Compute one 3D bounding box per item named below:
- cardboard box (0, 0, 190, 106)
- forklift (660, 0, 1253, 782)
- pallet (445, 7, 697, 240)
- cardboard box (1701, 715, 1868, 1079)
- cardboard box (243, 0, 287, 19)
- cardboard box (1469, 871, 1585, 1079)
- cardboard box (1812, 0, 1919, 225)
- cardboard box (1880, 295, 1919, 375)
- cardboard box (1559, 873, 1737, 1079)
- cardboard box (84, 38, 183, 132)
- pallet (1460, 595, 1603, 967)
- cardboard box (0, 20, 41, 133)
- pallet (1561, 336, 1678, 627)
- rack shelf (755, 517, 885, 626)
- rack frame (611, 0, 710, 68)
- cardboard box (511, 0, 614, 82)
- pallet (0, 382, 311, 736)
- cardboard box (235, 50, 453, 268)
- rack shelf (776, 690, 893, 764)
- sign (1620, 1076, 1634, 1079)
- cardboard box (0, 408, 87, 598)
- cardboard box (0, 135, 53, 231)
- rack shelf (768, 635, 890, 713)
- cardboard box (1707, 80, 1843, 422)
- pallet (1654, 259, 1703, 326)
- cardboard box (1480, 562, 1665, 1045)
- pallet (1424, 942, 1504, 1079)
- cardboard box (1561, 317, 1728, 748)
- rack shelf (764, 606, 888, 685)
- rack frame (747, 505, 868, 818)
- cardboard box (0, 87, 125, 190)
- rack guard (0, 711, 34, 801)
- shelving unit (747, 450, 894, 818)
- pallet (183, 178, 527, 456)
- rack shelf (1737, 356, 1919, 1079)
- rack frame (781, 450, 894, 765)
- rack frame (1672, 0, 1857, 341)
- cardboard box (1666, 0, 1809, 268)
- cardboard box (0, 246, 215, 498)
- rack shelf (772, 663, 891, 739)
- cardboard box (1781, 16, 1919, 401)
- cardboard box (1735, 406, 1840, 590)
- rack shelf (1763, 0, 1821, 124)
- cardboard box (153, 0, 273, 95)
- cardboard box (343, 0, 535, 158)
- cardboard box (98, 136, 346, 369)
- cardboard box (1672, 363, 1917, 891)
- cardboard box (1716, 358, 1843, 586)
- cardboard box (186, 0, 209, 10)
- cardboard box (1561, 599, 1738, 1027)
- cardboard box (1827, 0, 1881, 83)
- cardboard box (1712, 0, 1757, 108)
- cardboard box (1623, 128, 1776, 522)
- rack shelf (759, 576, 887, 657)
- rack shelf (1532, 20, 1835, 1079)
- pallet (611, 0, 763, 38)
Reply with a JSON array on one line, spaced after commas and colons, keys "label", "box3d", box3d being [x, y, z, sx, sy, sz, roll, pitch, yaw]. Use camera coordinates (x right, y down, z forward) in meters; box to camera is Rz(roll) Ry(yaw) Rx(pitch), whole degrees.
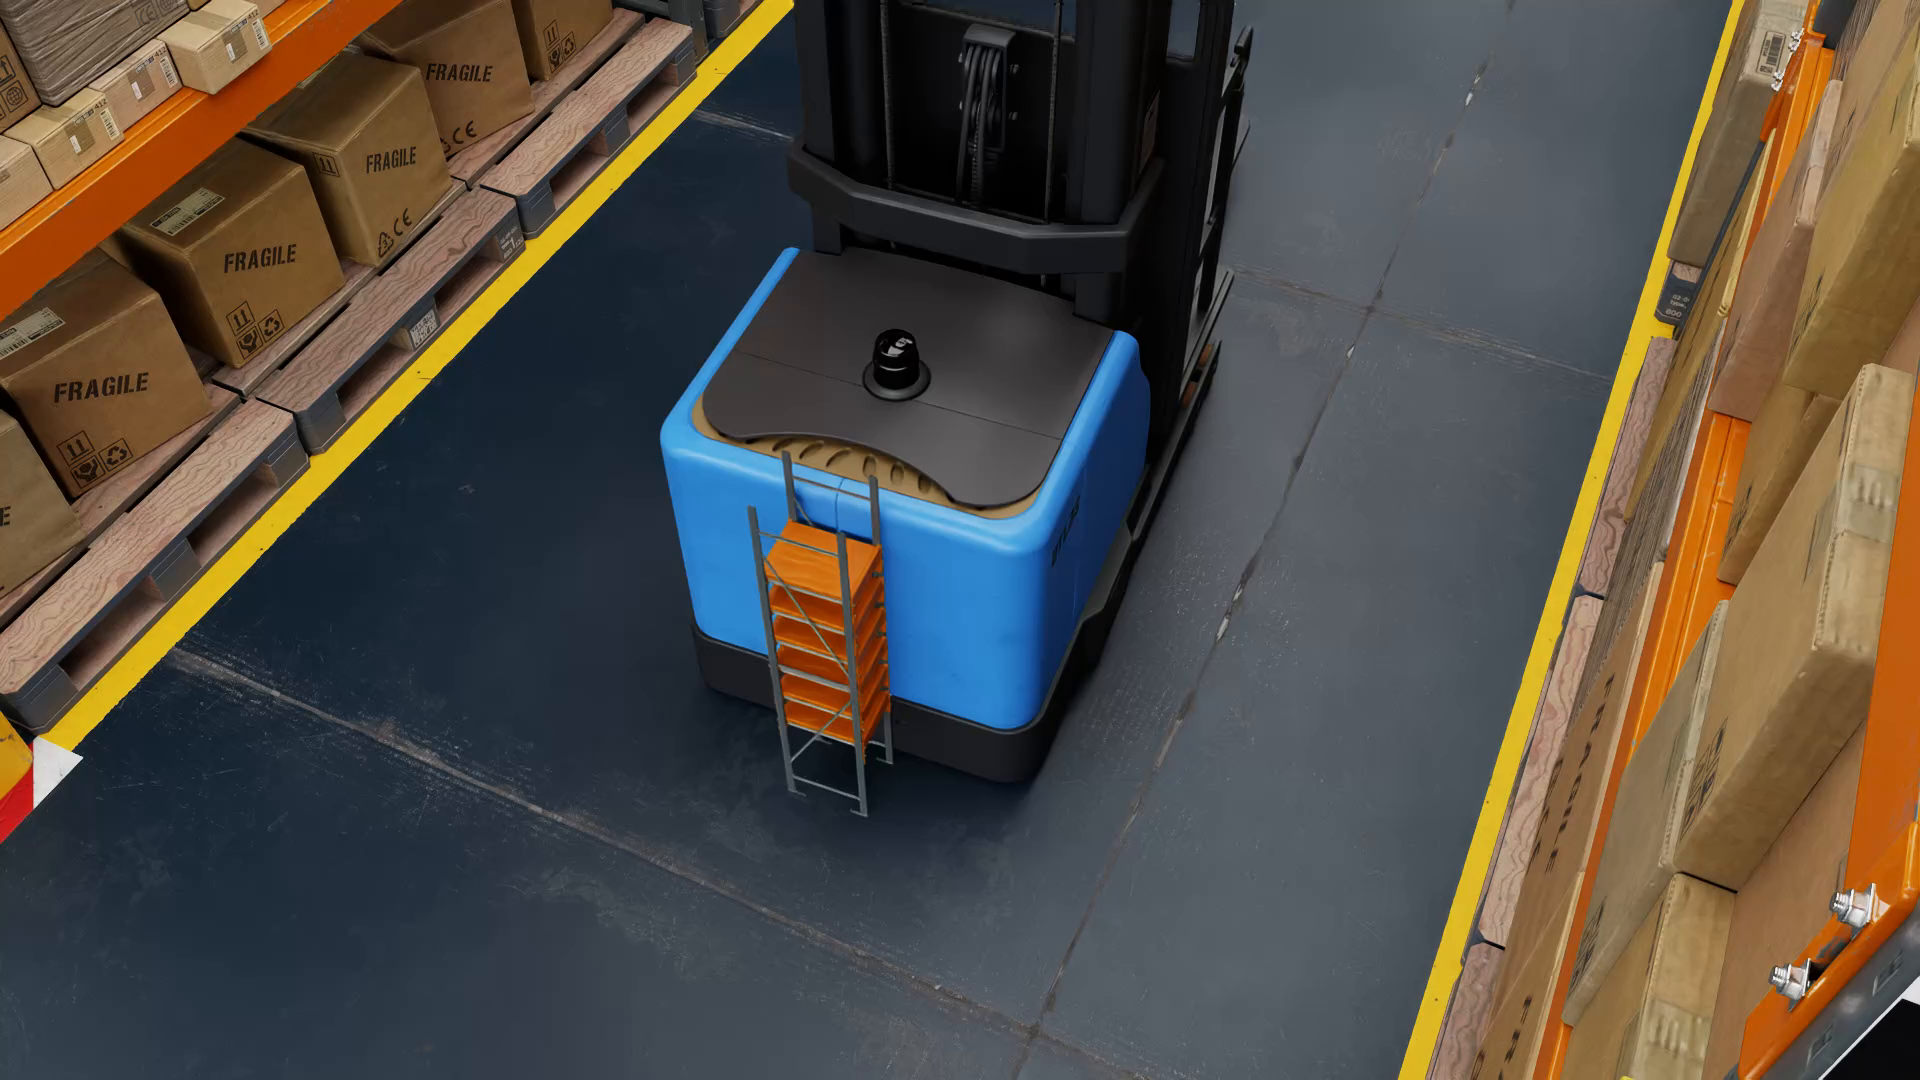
[{"label": "cardboard box", "box3d": [-2.621, -1.591, 4.373, 0.875, 0.500, 0.500, 20, 52, 16]}, {"label": "forklift", "box3d": [0.243, -1.430, 4.543, 1.130, 2.935, 3.031, 16, 52, 13]}, {"label": "pallet", "box3d": [-1.785, -1.755, 6.605, 1.003, 0.211, 1.213, 20, 52, 16]}, {"label": "cardboard box", "box3d": [1.396, 0.663, 1.908, 0.875, 0.550, 0.550, 20, 52, 16]}, {"label": "cardboard box", "box3d": [-2.186, -1.632, 4.834, 0.380, 0.149, 0.250, 20, 52, 16]}, {"label": "cardboard box", "box3d": [1.433, 1.369, 3.235, 0.875, 0.875, 0.875, 20, 53, 16]}, {"label": "cardboard box", "box3d": [2.238, -0.862, 3.206, 0.875, 0.550, 0.550, 20, 52, 16]}, {"label": "cardboard box", "box3d": [1.910, -0.087, 2.547, 0.875, 0.550, 0.550, 20, 52, 16]}, {"label": "cardboard box", "box3d": [1.320, 0.986, 2.343, 0.875, 0.550, 0.550, 20, 52, 16]}, {"label": "cardboard box", "box3d": [-2.373, -1.279, 4.533, 0.380, 0.149, 0.250, 20, 52, 16]}, {"label": "pallet", "box3d": [1.996, 0.795, 4.435, 1.003, 0.211, 1.213, 20, 52, 16]}, {"label": "cardboard box", "box3d": [-2.874, -1.260, 4.092, 0.875, 0.500, 0.500, 20, 52, 16]}, {"label": "pallet", "box3d": [2.516, -0.048, 5.152, 1.003, 0.211, 1.213, 20, 52, 16]}, {"label": "rack shelf", "box3d": [-0.334, 0.075, 3.984, 0.258, 0.103, 0.180, 16, 52, 13]}, {"label": "rack frame", "box3d": [-1.530, -3.133, 5.946, 1.000, 3.000, 0.127, 20, 52, 16]}, {"label": "cardboard box", "box3d": [-1.737, -2.197, 6.515, 0.500, 0.500, 0.500, 18, 52, 15]}, {"label": "pallet", "box3d": [-2.827, -0.075, 5.175, 1.003, 0.211, 1.213, 20, 52, 16]}, {"label": "cardboard box", "box3d": [-2.169, -1.347, 5.792, 0.500, 0.500, 0.500, 16, 51, 13]}, {"label": "rack shelf", "box3d": [-0.334, 0.464, 4.441, 0.258, 0.103, 0.180, 16, 52, 13]}, {"label": "sign", "box3d": [0.718, 0.667, 1.797, 0.100, 0.325, 0.005, 20, 52, 16]}, {"label": "cardboard box", "box3d": [-2.957, -0.129, 4.756, 0.500, 0.500, 0.500, 29, 55, 22]}, {"label": "cardboard box", "box3d": [-2.569, -0.928, 4.235, 0.380, 0.149, 0.250, 20, 52, 16]}, {"label": "rack shelf", "box3d": [-0.334, 0.308, 4.258, 0.258, 0.103, 0.180, 16, 52, 13]}, {"label": "cardboard box", "box3d": [2.213, -0.521, 3.625, 0.875, 0.550, 0.550, 20, 52, 16]}, {"label": "pallet", "box3d": [3.173, -1.102, 6.049, 1.003, 0.211, 1.213, 20, 52, 16]}, {"label": "cardboard box", "box3d": [1.807, 0.762, 3.751, 0.875, 0.875, 0.875, 19, 52, 16]}, {"label": "pallet", "box3d": [1.473, 1.633, 3.722, 1.003, 0.211, 1.213, 20, 52, 16]}, {"label": "cardboard box", "box3d": [2.198, 0.135, 4.285, 0.875, 0.875, 0.875, 20, 53, 16]}, {"label": "rack shelf", "box3d": [-0.334, 0.230, 4.167, 0.258, 0.103, 0.180, 16, 52, 13]}, {"label": "rack frame", "box3d": [-0.367, 0.344, 4.169, 0.240, 1.200, 0.006, 16, 52, 13]}, {"label": "cardboard box", "box3d": [-2.456, -1.098, 4.379, 0.380, 0.149, 0.250, 20, 52, 16]}, {"label": "rack guard", "box3d": [-3.206, 0.379, 4.599, 1.175, 0.500, 0.348, 20, 52, 16]}, {"label": "shelving unit", "box3d": [-0.334, 0.279, 4.225, 0.258, 1.200, 0.189, 16, 52, 13]}, {"label": "pallet", "box3d": [-2.305, -0.912, 5.888, 1.003, 0.211, 1.213, 20, 52, 16]}, {"label": "rack shelf", "box3d": [2.057, -0.811, 2.474, 1.077, 0.370, 4.000, 20, 52, 16]}, {"label": "rack frame", "box3d": [-0.301, 0.214, 4.280, 0.240, 1.200, 0.006, 16, 52, 13]}, {"label": "rack frame", "box3d": [2.911, -1.450, 4.514, 1.000, 3.000, 0.127, 20, 52, 16]}, {"label": "cardboard box", "box3d": [3.095, -1.313, 5.599, 1.050, 0.750, 0.750, 20, 52, 16]}, {"label": "cardboard box", "box3d": [-2.732, -0.552, 5.116, 0.500, 0.500, 0.500, 33, 57, 25]}, {"label": "rack shelf", "box3d": [-0.334, 0.386, 4.350, 0.258, 0.103, 0.180, 16, 52, 13]}, {"label": "cardboard box", "box3d": [2.019, -0.494, 2.893, 0.875, 0.550, 0.500, 20, 52, 16]}, {"label": "cardboard box", "box3d": [1.888, 0.255, 2.965, 0.875, 0.550, 0.550, 20, 52, 16]}, {"label": "rack shelf", "box3d": [3.766, -2.594, 5.960, 1.077, 0.370, 4.000, 20, 52, 16]}, {"label": "cardboard box", "box3d": [-2.173, -1.417, 4.651, 0.380, 0.149, 0.250, 20, 52, 16]}, {"label": "cardboard box", "box3d": [-1.975, -1.800, 6.177, 0.500, 0.500, 0.500, 36, 58, 27]}, {"label": "cardboard box", "box3d": [-2.448, -0.977, 5.477, 0.500, 0.500, 0.500, 24, 54, 19]}, {"label": "cardboard box", "box3d": [1.548, 0.255, 2.256, 0.875, 0.550, 0.550, 20, 52, 16]}, {"label": "cardboard box", "box3d": [2.077, -0.123, 3.287, 0.875, 0.550, 0.500, 20, 52, 16]}, {"label": "cardboard box", "box3d": [-2.397, -1.931, 4.663, 0.875, 0.500, 0.500, 20, 52, 16]}, {"label": "cardboard box", "box3d": [1.535, 0.600, 2.671, 0.875, 0.550, 0.550, 20, 52, 16]}, {"label": "cardboard box", "box3d": [2.765, -1.240, 4.237, 0.875, 0.550, 0.550, 20, 52, 16]}, {"label": "cardboard box", "box3d": [3.511, -1.976, 6.164, 1.050, 0.750, 0.750, 20, 52, 16]}, {"label": "cardboard box", "box3d": [2.579, -0.487, 4.814, 0.875, 0.875, 0.875, 21, 53, 17]}, {"label": "rack shelf", "box3d": [-0.334, 0.153, 4.076, 0.258, 0.103, 0.180, 16, 52, 13]}, {"label": "rack shelf", "box3d": [2.057, 0.161, 3.616, 1.077, 0.370, 4.000, 20, 52, 16]}, {"label": "pallet", "box3d": [-1.199, -2.766, 7.465, 1.003, 0.211, 1.213, 20, 52, 16]}]
